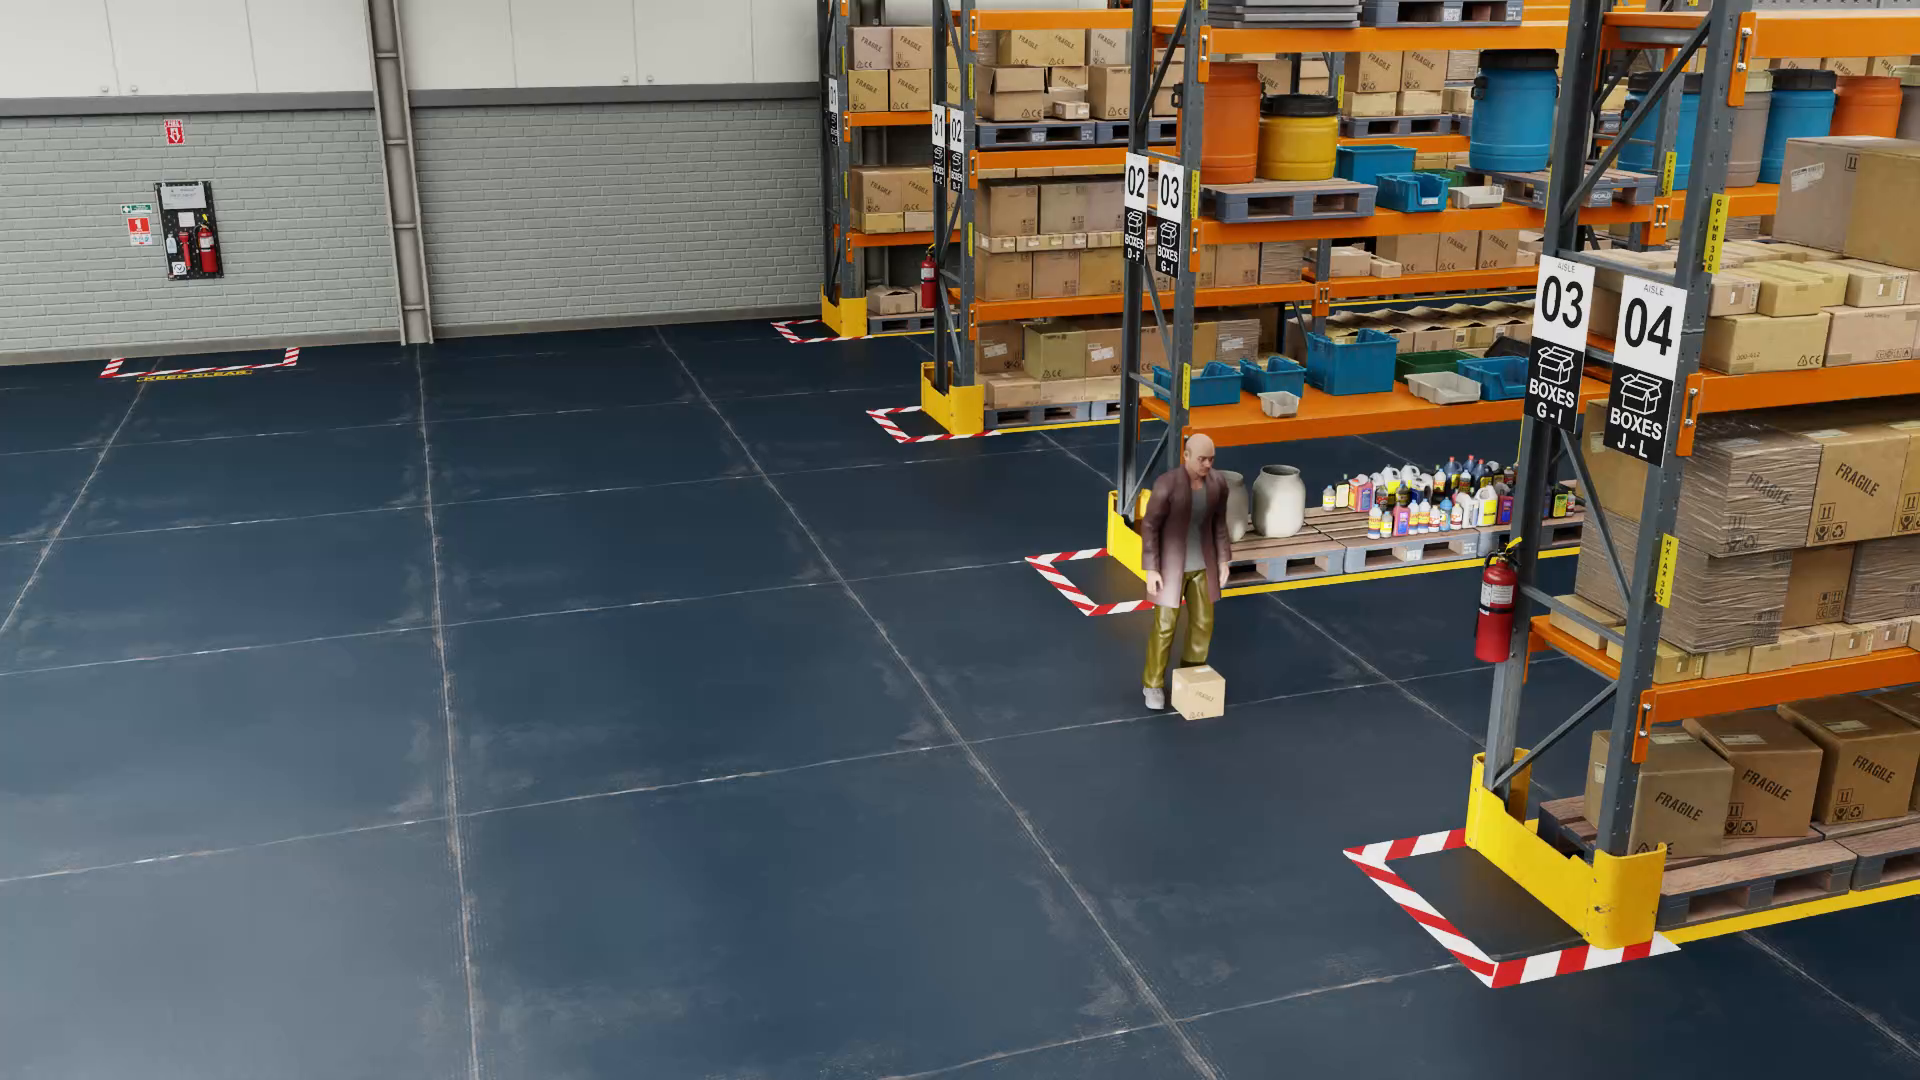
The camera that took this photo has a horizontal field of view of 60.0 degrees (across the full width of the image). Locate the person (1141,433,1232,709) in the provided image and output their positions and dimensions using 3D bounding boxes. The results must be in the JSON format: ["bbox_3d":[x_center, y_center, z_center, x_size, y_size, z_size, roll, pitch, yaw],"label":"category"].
[{"bbox_3d":[1.446,0.174,10.584,0.649,1.772,0.429,-7,20,-21],"label":"person"}]
